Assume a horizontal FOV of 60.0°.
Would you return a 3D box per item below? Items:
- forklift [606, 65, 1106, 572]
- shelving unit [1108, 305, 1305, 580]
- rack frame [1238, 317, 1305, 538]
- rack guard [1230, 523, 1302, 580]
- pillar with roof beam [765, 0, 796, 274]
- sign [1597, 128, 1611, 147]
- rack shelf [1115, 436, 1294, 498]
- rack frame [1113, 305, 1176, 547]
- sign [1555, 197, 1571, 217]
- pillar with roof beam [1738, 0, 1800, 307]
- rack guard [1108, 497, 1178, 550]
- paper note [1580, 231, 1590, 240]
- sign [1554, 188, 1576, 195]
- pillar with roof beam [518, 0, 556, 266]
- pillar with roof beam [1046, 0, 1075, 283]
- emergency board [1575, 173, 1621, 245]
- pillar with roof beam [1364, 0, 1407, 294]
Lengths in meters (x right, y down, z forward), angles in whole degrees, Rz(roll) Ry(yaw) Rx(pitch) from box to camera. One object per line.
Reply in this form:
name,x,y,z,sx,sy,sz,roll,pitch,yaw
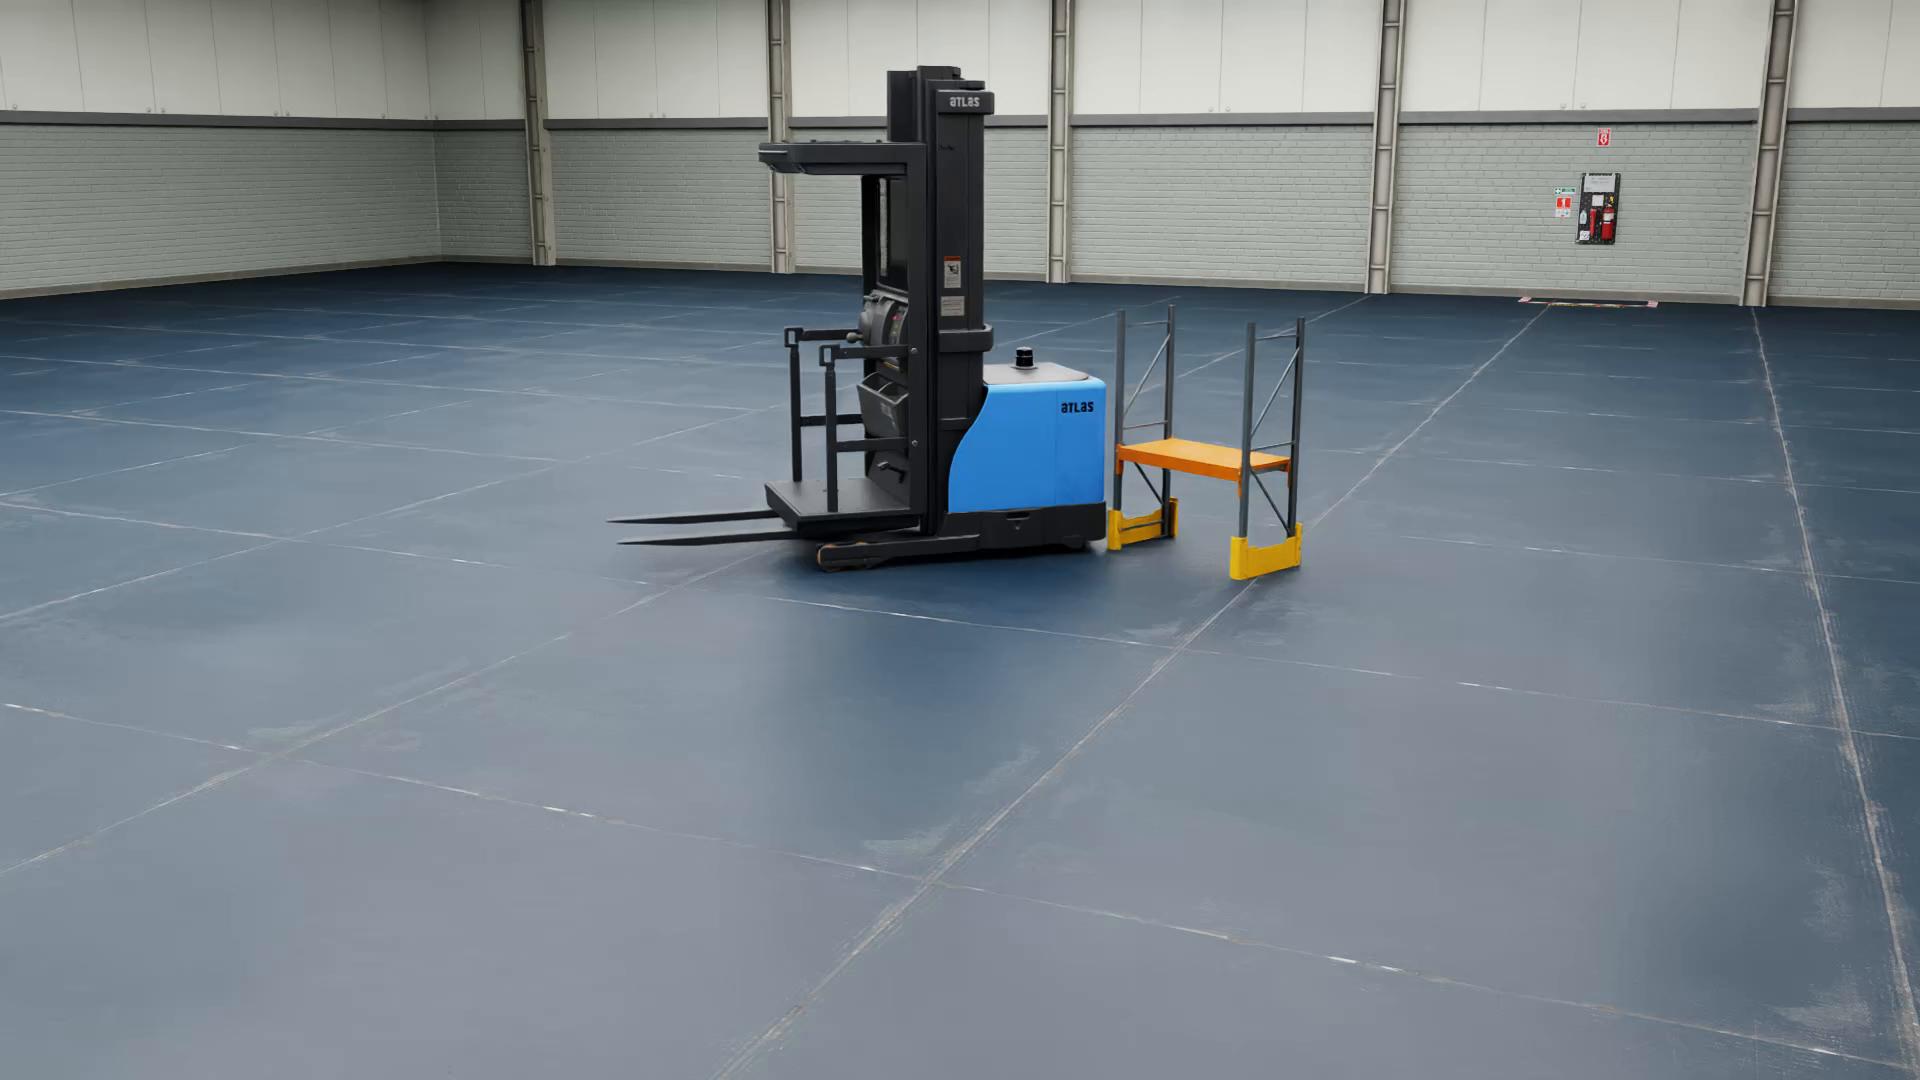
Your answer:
forklift,-0.656,-1.369,10.174,3.031,2.935,1.130,-4,14,-17
shelving unit,1.505,-0.631,10.163,0.587,1.500,1.083,-11,17,-40
rack frame,1.833,-0.545,9.796,0.500,1.500,0.032,-11,17,-40
rack guard,1.832,0.063,9.939,0.587,0.250,0.087,-11,17,-40
pillar with roof beam,-5.353,-8.953,29.212,0.400,9.000,9.100,6,14,23
sign,10.637,-6.653,27.467,0.199,0.298,0.001,6,14,23
rack shelf,1.499,-0.458,10.211,0.538,0.185,1.000,-11,17,-40
rack frame,1.166,-0.721,10.543,0.500,1.500,0.032,-11,17,-40
sign,10.140,-5.593,27.946,0.234,0.329,0.001,6,14,23
pillar with roof beam,11.105,-7.288,22.114,0.400,9.000,9.100,6,14,23
rack guard,1.179,-0.109,10.672,0.587,0.250,0.087,-11,17,-40
paper note,10.470,-5.105,27.872,0.142,0.148,0.016,6,14,23
sign,10.141,-5.849,27.875,0.331,0.109,0.001,6,14,23
pillar with roof beam,-10.839,-9.508,31.578,0.400,9.000,9.100,6,14,23
pillar with roof beam,0.133,-8.398,26.846,0.400,9.000,9.100,6,14,23
emergency board,10.604,-5.503,27.640,0.643,1.169,0.194,6,14,23
pillar with roof beam,5.619,-7.843,24.480,0.400,9.000,9.100,6,14,23
